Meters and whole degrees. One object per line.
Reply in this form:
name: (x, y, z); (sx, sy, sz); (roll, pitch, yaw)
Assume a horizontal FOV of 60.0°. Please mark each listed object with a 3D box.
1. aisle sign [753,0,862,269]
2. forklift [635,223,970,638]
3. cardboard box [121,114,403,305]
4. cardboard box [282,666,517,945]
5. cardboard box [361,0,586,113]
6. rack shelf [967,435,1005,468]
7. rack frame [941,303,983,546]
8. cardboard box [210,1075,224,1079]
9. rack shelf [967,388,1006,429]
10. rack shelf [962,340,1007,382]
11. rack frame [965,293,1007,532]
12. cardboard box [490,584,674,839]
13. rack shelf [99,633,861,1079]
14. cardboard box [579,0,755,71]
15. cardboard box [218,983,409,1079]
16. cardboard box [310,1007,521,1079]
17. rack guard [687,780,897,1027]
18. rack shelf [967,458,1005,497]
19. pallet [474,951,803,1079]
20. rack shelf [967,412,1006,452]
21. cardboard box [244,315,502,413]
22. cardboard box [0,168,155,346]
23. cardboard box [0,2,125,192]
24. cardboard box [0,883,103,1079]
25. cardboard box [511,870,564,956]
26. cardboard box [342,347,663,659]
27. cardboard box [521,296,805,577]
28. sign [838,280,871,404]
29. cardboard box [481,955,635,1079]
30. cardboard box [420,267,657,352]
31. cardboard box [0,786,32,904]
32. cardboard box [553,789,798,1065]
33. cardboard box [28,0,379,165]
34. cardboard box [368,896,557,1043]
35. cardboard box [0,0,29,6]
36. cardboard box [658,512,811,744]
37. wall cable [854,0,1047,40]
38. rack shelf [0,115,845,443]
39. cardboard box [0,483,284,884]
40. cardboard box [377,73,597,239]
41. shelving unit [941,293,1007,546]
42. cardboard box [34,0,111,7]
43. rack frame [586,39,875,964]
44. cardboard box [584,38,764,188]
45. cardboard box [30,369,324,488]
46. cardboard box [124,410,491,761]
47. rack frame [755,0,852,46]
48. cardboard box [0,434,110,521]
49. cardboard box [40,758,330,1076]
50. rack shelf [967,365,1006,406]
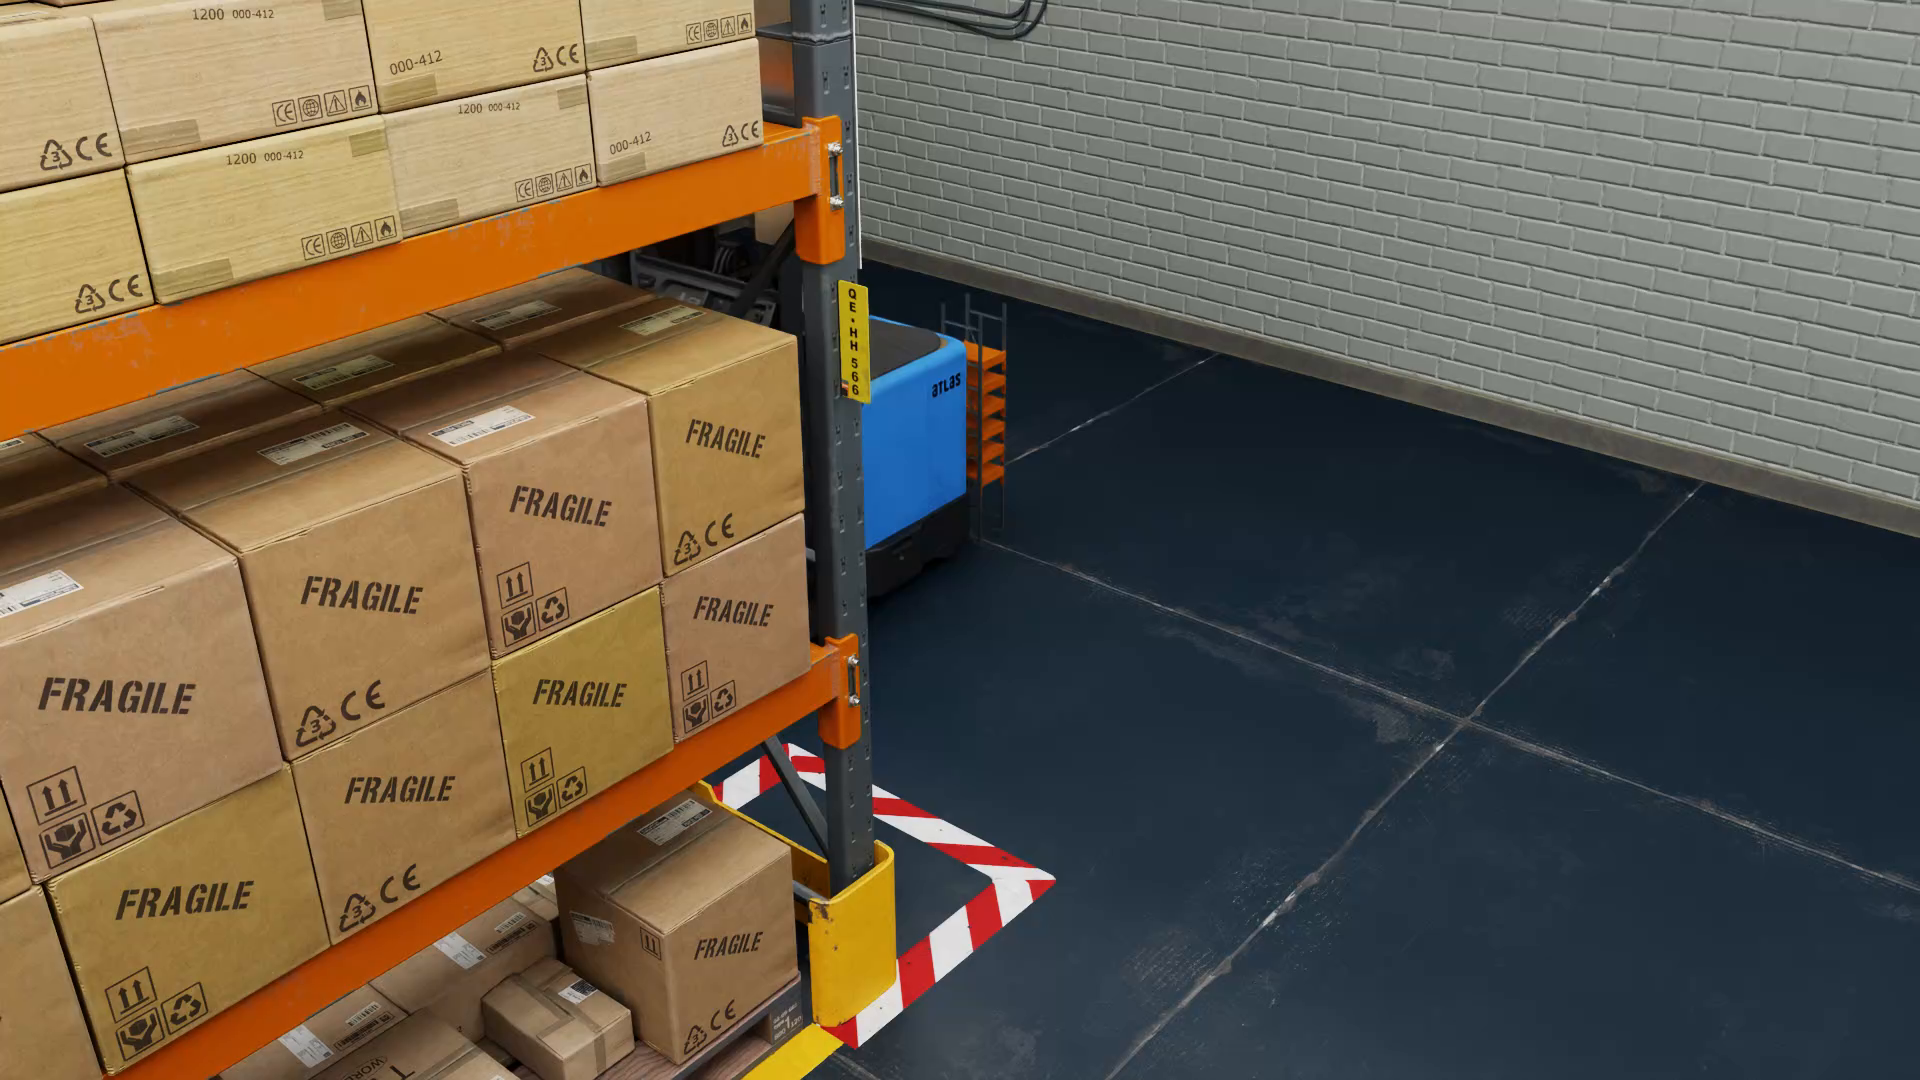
aisle sign: (-0.414, -1.124, 4.330); (0.394, 0.787, 0.004); (21, 34, 34)
forklift: (-1.248, -0.873, 6.747); (1.130, 2.935, 3.031); (19, 33, 33)
cardboard box: (-1.451, -0.686, 3.211); (0.500, 0.250, 0.500); (21, 34, 34)
cardboard box: (-1.417, 0.519, 3.873); (0.500, 0.500, 0.500); (21, 34, 35)
cardboard box: (-1.141, -1.089, 3.445); (0.500, 0.250, 0.500); (21, 34, 34)
rack shelf: (0.065, -0.428, 8.129); (0.258, 0.103, 0.180); (20, 33, 33)
rack frame: (0.009, -0.541, 7.990); (0.240, 1.200, 0.006); (20, 33, 33)
cardboard box: (-2.047, 1.629, 4.075); (0.797, 0.503, 0.637); (21, 34, 34)
rack shelf: (0.065, -0.641, 8.019); (0.258, 0.103, 0.180); (20, 33, 33)
rack shelf: (0.065, -0.854, 7.908); (0.258, 0.103, 0.180); (20, 33, 33)
rack frame: (0.122, -0.607, 8.117); (0.240, 1.200, 0.006); (20, 33, 33)
cardboard box: (-1.096, 0.344, 4.212); (0.500, 0.500, 0.500); (21, 34, 35)
rack shelf: (-1.966, 0.994, 3.848); (1.077, 0.370, 4.000); (21, 34, 34)
cardboard box: (-0.824, -1.266, 3.787); (0.500, 0.250, 0.500); (21, 34, 34)
cardboard box: (-1.894, 1.455, 4.686); (0.500, 0.250, 0.500); (21, 34, 34)
cardboard box: (-1.477, 1.584, 4.438); (0.500, 0.250, 0.500); (21, 34, 34)
rack guard: (-0.742, 1.102, 5.575); (1.175, 0.500, 0.348); (21, 34, 34)
rack shelf: (0.065, -0.321, 8.184); (0.258, 0.103, 0.180); (20, 33, 33)
pallet: (-1.248, 1.514, 5.095); (1.003, 0.211, 1.213); (21, 34, 34)
rack shelf: (0.065, -0.534, 8.074); (0.258, 0.103, 0.180); (20, 33, 33)
cardboard box: (-1.506, -0.256, 4.283); (0.500, 0.500, 0.500); (21, 34, 35)
cardboard box: (-1.782, -0.514, 2.877); (0.500, 0.250, 0.500); (21, 34, 34)
cardboard box: (-1.775, -0.733, 2.758); (0.500, 0.250, 0.500); (21, 34, 34)
cardboard box: (-2.060, 0.879, 3.178); (0.500, 0.500, 0.500); (21, 34, 34)
cardboard box: (-1.384, 1.165, 5.339); (0.380, 0.166, 0.250); (21, 34, 34)
cardboard box: (-1.085, -0.106, 3.993); (0.500, 0.500, 0.500); (22, 34, 36)
cardboard box: (-0.764, -0.285, 4.340); (0.500, 0.500, 0.500); (20, 34, 34)
sign: (-0.278, -0.520, 4.387); (0.100, 0.325, 0.005); (21, 34, 34)
cardboard box: (-1.176, 1.410, 4.865); (0.380, 0.166, 0.250); (21, 34, 34)
cardboard box: (-1.179, -0.443, 4.645); (0.500, 0.500, 0.500); (22, 35, 36)
cardboard box: (-2.066, 0.445, 2.929); (0.500, 0.500, 0.500); (20, 33, 33)
cardboard box: (-0.849, 1.145, 5.015); (0.500, 0.500, 0.500); (21, 34, 34)
cardboard box: (-1.462, -0.913, 3.104); (0.500, 0.250, 0.500); (21, 34, 34)
cardboard box: (-1.576, 1.278, 5.029); (0.500, 0.250, 0.500); (21, 34, 34)
cardboard box: (-2.017, -1.158, 2.762); (0.700, 0.500, 0.500); (21, 34, 34)
cardboard box: (-0.768, 0.159, 4.569); (0.500, 0.500, 0.500); (22, 35, 36)
wall cable: (-0.645, -4.668, 10.859); (3.097, 2.526, 0.112); (21, 34, 34)
rack shelf: (-1.966, -0.339, 3.159); (1.077, 0.370, 4.000); (21, 34, 34)
cardboard box: (-1.738, 0.261, 3.283); (0.500, 0.500, 0.500); (22, 35, 36)
cardboard box: (-1.143, -0.867, 3.561); (0.500, 0.250, 0.500); (21, 34, 34)
shelving unit: (0.065, -0.574, 8.053); (0.258, 1.200, 0.189); (20, 33, 33)
cardboard box: (-1.626, -1.308, 3.052); (0.700, 0.500, 0.500); (21, 34, 34)
rack frame: (-0.694, -0.035, 5.053); (1.000, 3.000, 0.127); (21, 34, 34)
cardboard box: (-0.817, -1.041, 3.897); (0.500, 0.250, 0.500); (21, 34, 34)
cardboard box: (-1.828, -0.080, 3.943); (0.500, 0.500, 0.500); (21, 34, 35)
cardboard box: (-1.411, 0.079, 3.635); (0.500, 0.500, 0.500); (22, 34, 36)
rack frame: (-0.694, -2.700, 3.675); (1.000, 3.000, 0.127); (21, 34, 34)
cardboard box: (-2.150, 0.101, 3.594); (0.500, 0.500, 0.500); (20, 34, 34)
cardboard box: (-1.738, 0.698, 3.528); (0.500, 0.500, 0.500); (20, 34, 34)
rack shelf: (0.065, -0.748, 7.964); (0.258, 0.103, 0.180); (20, 33, 33)
